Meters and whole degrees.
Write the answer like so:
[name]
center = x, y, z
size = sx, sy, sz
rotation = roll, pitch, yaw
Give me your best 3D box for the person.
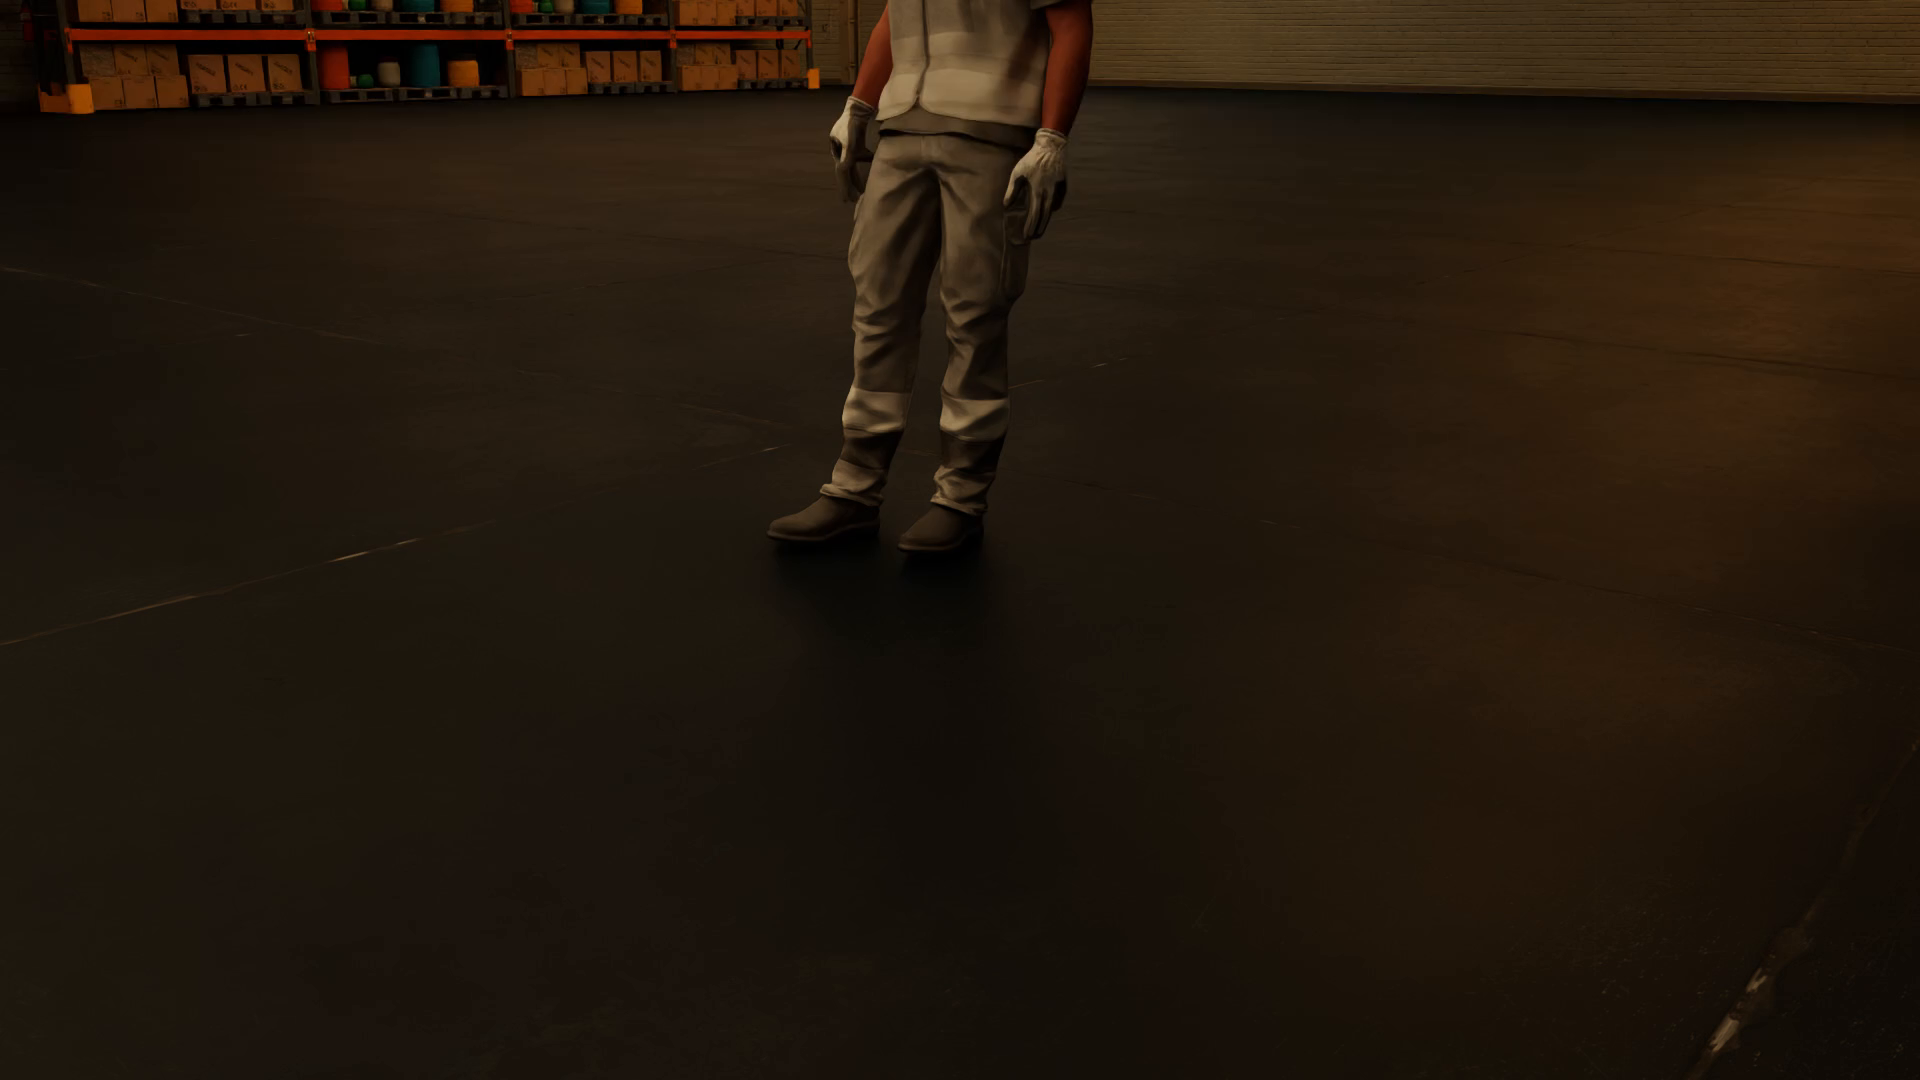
[person]
center = -0.060, -0.847, 3.628
size = 0.638, 1.787, 0.564
rotation = 13, 21, 37
